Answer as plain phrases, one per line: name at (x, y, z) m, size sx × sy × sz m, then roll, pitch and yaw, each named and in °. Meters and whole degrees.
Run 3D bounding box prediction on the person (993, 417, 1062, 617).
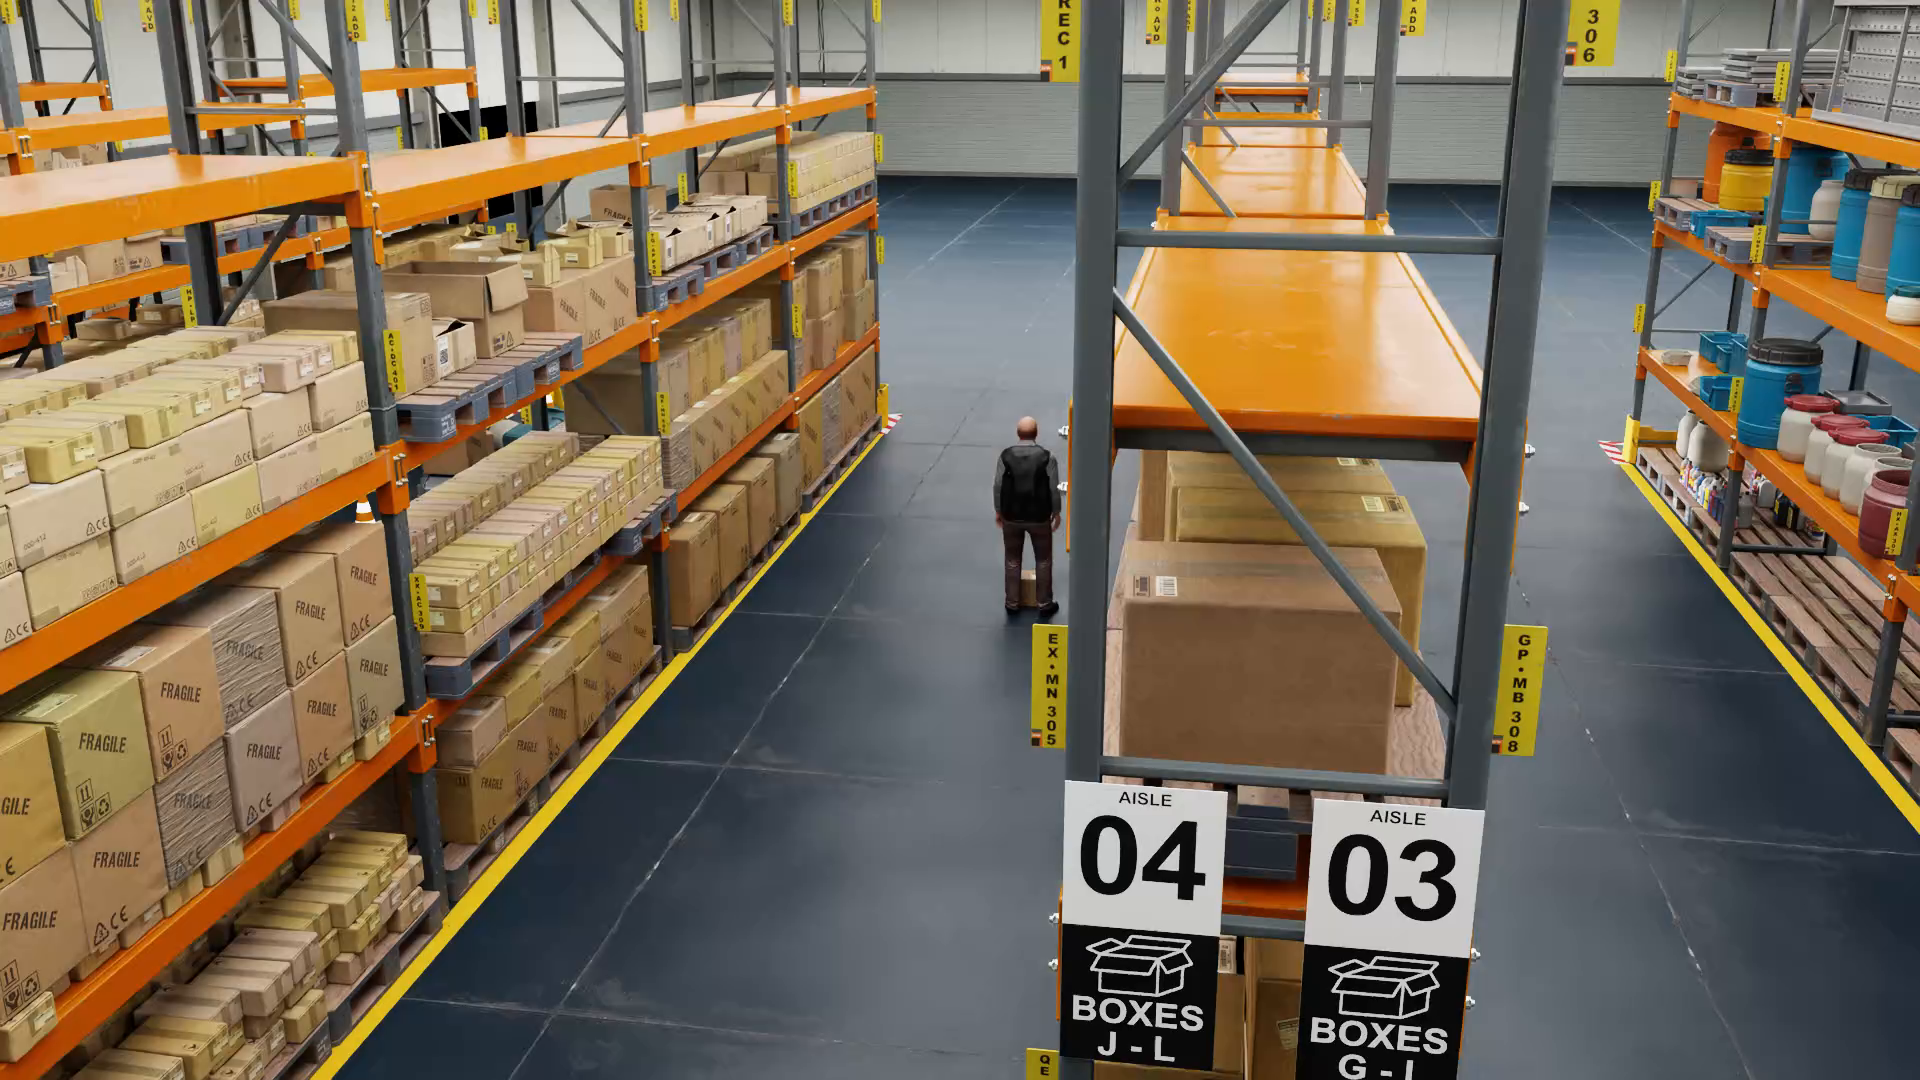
person at (0.572, -0.192, 14.176) m, size 0.580 × 1.721 × 0.418 m, roll 3°, pitch 18°, yaw 9°
